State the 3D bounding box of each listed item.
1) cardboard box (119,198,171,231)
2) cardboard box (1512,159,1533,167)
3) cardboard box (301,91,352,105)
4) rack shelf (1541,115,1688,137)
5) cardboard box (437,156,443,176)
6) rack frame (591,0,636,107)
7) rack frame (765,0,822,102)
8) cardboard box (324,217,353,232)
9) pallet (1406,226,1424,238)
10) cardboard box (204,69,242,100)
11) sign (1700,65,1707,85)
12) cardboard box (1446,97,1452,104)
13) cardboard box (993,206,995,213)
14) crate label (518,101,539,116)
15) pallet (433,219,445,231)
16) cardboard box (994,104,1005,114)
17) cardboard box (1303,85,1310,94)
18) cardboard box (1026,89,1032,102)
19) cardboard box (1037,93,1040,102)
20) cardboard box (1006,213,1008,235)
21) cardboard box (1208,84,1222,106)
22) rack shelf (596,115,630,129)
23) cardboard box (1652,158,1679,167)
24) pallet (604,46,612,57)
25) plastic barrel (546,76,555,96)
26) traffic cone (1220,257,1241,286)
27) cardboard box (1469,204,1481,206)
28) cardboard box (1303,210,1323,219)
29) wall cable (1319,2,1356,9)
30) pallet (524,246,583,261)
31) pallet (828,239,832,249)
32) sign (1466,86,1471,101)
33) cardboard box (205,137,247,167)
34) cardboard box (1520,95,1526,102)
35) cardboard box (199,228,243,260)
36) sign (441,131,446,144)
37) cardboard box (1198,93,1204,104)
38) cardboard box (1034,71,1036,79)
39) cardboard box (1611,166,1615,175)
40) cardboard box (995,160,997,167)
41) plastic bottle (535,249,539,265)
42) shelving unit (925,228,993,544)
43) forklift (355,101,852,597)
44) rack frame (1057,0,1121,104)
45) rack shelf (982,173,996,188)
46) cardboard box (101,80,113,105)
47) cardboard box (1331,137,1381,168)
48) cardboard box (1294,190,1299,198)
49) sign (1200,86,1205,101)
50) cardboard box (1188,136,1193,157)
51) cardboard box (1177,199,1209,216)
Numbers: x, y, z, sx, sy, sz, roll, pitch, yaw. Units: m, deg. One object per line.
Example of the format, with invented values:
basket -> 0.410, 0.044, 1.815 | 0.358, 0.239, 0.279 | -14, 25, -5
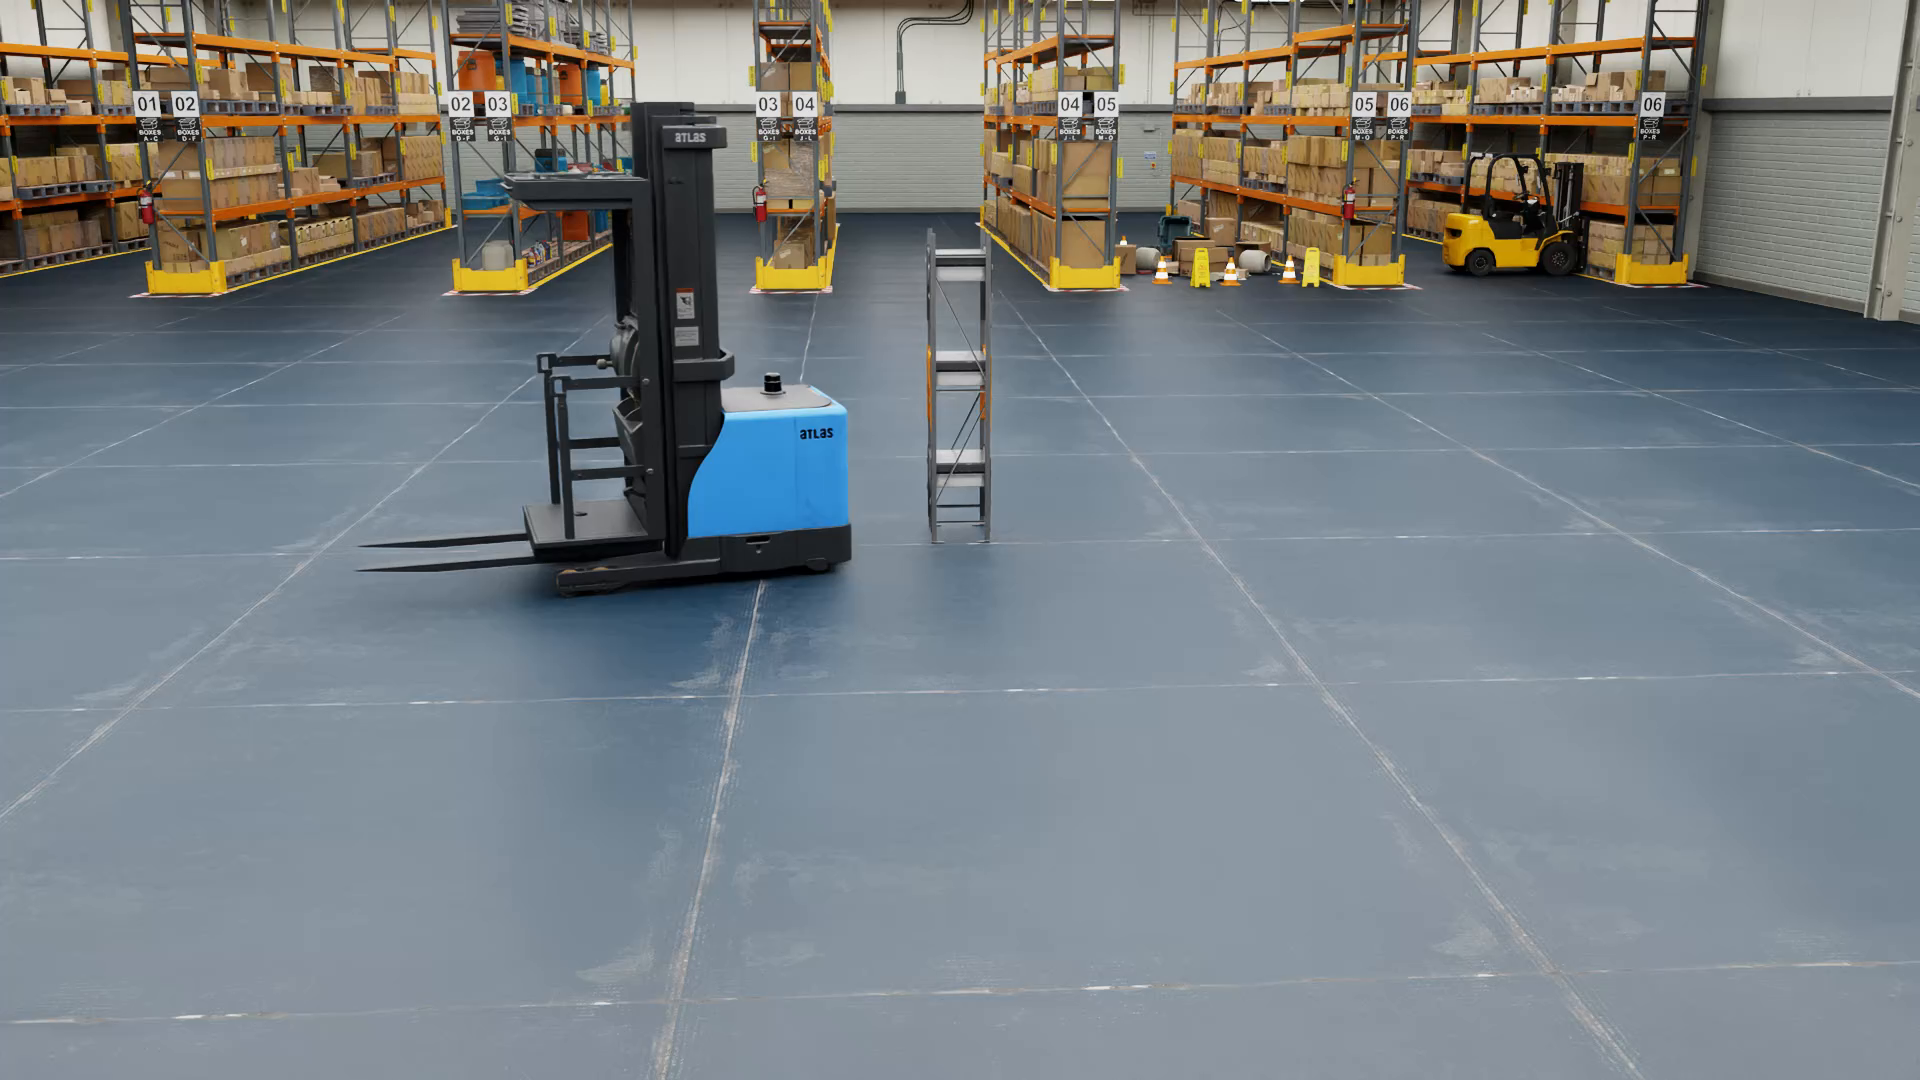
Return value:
cardboard box -> -18.190, -7.239, 37.112 | 0.750, 0.750, 0.750 | 0, 14, -2
cardboard box -> 11.412, -7.627, 33.646 | 0.380, 0.149, 0.250 | -1, 14, -5
cardboard box -> -13.287, -9.149, 34.844 | 0.910, 0.500, 0.500 | -1, 14, -3
rack shelf -> 11.878, -7.534, 30.214 | 1.077, 0.370, 4.000 | -1, 14, -3
cardboard box -> -13.422, -9.471, 42.114 | 0.500, 0.500, 0.500 | 0, 14, -2
rack frame -> -8.778, -12.510, 42.089 | 1.000, 3.000, 0.127 | -1, 14, -3
rack frame -> -3.091, -9.602, 30.787 | 1.000, 3.000, 0.127 | -1, 14, -3
cardboard box -> -12.948, -6.557, 34.539 | 0.500, 0.311, 0.500 | -1, 14, -2
pallet -> 11.347, -7.365, 39.727 | 1.003, 0.211, 1.213 | -1, 14, -3
cardboard box -> -12.561, -7.740, 28.243 | 0.500, 0.500, 0.500 | -1, 14, -3
sign -> 12.556, -7.854, 28.099 | 0.100, 0.325, 0.005 | -1, 14, -3
cardboard box -> 11.190, -9.900, 37.466 | 0.380, 0.149, 0.250 | 0, 14, -2
cardboard box -> 1.010, -8.058, 40.509 | 0.380, 0.149, 0.250 | -1, 14, -4
crate label -> -7.573, -7.477, 28.845 | 0.502, 0.251, 0.408 | -1, 14, -3
pallet -> -13.667, -7.962, 42.047 | 1.003, 0.211, 1.213 | -1, 14, -3
cardboard box -> 1.070, -10.236, 39.571 | 0.500, 0.250, 0.500 | -1, 14, -2
cardboard box -> 6.536, -8.288, 30.603 | 0.380, 0.149, 0.250 | -1, 14, -4
cardboard box -> 1.570, -8.684, 32.495 | 0.500, 0.250, 0.500 | -1, 14, -4
cardboard box -> 1.596, -8.047, 30.222 | 0.380, 0.149, 0.250 | -1, 14, -4
cardboard box -> 1.288, -7.025, 36.983 | 0.500, 0.500, 0.500 | 0, 14, -1
cardboard box -> 6.070, -10.320, 38.554 | 0.500, 0.500, 0.500 | -1, 14, -4
rack shelf -> -8.654, -10.212, 40.620 | 1.077, 0.370, 4.000 | -1, 14, -3
cardboard box -> 12.194, -6.526, 28.772 | 0.380, 0.149, 0.250 | -1, 14, -5
pallet -> -8.448, -11.025, 37.498 | 1.003, 0.211, 1.213 | -1, 14, -3
plastic barrel -> -8.407, -8.906, 33.238 | 0.600, 0.830, 0.708 | -1, 14, -3
traffic cone -> 4.647, -4.612, 28.522 | 0.336, 0.463, 0.334 | -1, 14, -3
cardboard box -> 11.700, -7.491, 37.492 | 0.380, 0.149, 0.250 | -1, 14, -3
cardboard box -> 6.568, -6.021, 30.778 | 0.380, 0.149, 0.250 | 0, 14, 0
wall cable -> 11.939, -16.934, 48.122 | 2.988, 3.039, 0.133 | -1, 14, -3
pallet -> -8.200, -5.769, 33.524 | 1.003, 0.211, 1.213 | -1, 14, -3
pallet -> -3.312, -6.539, 36.515 | 1.003, 0.211, 1.213 | -1, 14, -3
sign -> 10.965, -9.617, 35.829 | 0.100, 0.325, 0.005 | -1, 14, -3
cardboard box -> -12.851, -6.737, 28.886 | 0.700, 0.500, 0.500 | -1, 14, -3
cardboard box -> 11.383, -8.779, 33.068 | 0.380, 0.149, 0.250 | -1, 14, -4
cardboard box -> -12.575, -5.046, 28.289 | 0.500, 0.500, 0.500 | -1, 14, -3
sign -> -13.167, -10.247, 42.374 | 0.100, 0.325, 0.005 | -1, 14, -3
cardboard box -> 5.945, -10.633, 40.039 | 0.396, 0.266, 0.258 | 0, 14, -2
cardboard box -> 1.566, -8.558, 30.609 | 0.380, 0.149, 0.250 | -1, 14, -4
cardboard box -> 11.700, -6.506, 29.289 | 0.380, 0.149, 0.250 | -1, 14, -2
cardboard box -> 1.006, -8.598, 37.989 | 0.380, 0.149, 0.250 | 0, 14, -1
plastic bottle -> -7.615, -5.083, 29.856 | 0.097, 0.271, 0.097 | 0, 14, 0
shelving unit -> -0.010, -1.058, 11.425 | 0.431, 2.100, 0.503 | -1, 14, -3
forklift -> -2.276, -1.219, 10.383 | 3.031, 2.935, 1.130 | -5, 15, -18
rack frame -> 2.114, -8.659, 27.121 | 1.000, 3.000, 0.127 | -1, 14, -3
rack shelf -> 1.246, -8.887, 41.490 | 1.077, 0.370, 4.000 | -1, 14, -3
cardboard box -> -18.343, -9.427, 35.043 | 0.700, 0.500, 0.500 | -2, 15, -7
cardboard box -> 6.798, -6.655, 28.570 | 0.700, 0.500, 0.500 | -1, 14, -5
cardboard box -> 6.567, -6.583, 31.596 | 0.380, 0.149, 0.250 | 0, 14, -2
sign -> 5.751, -10.572, 39.379 | 0.100, 0.325, 0.005 | -1, 14, -3
cardboard box -> 5.935, -9.738, 41.147 | 0.500, 0.500, 0.500 | -1, 14, -3
cardboard box -> 6.197, -8.634, 43.364 | 0.875, 0.438, 0.875 | -1, 14, -5
